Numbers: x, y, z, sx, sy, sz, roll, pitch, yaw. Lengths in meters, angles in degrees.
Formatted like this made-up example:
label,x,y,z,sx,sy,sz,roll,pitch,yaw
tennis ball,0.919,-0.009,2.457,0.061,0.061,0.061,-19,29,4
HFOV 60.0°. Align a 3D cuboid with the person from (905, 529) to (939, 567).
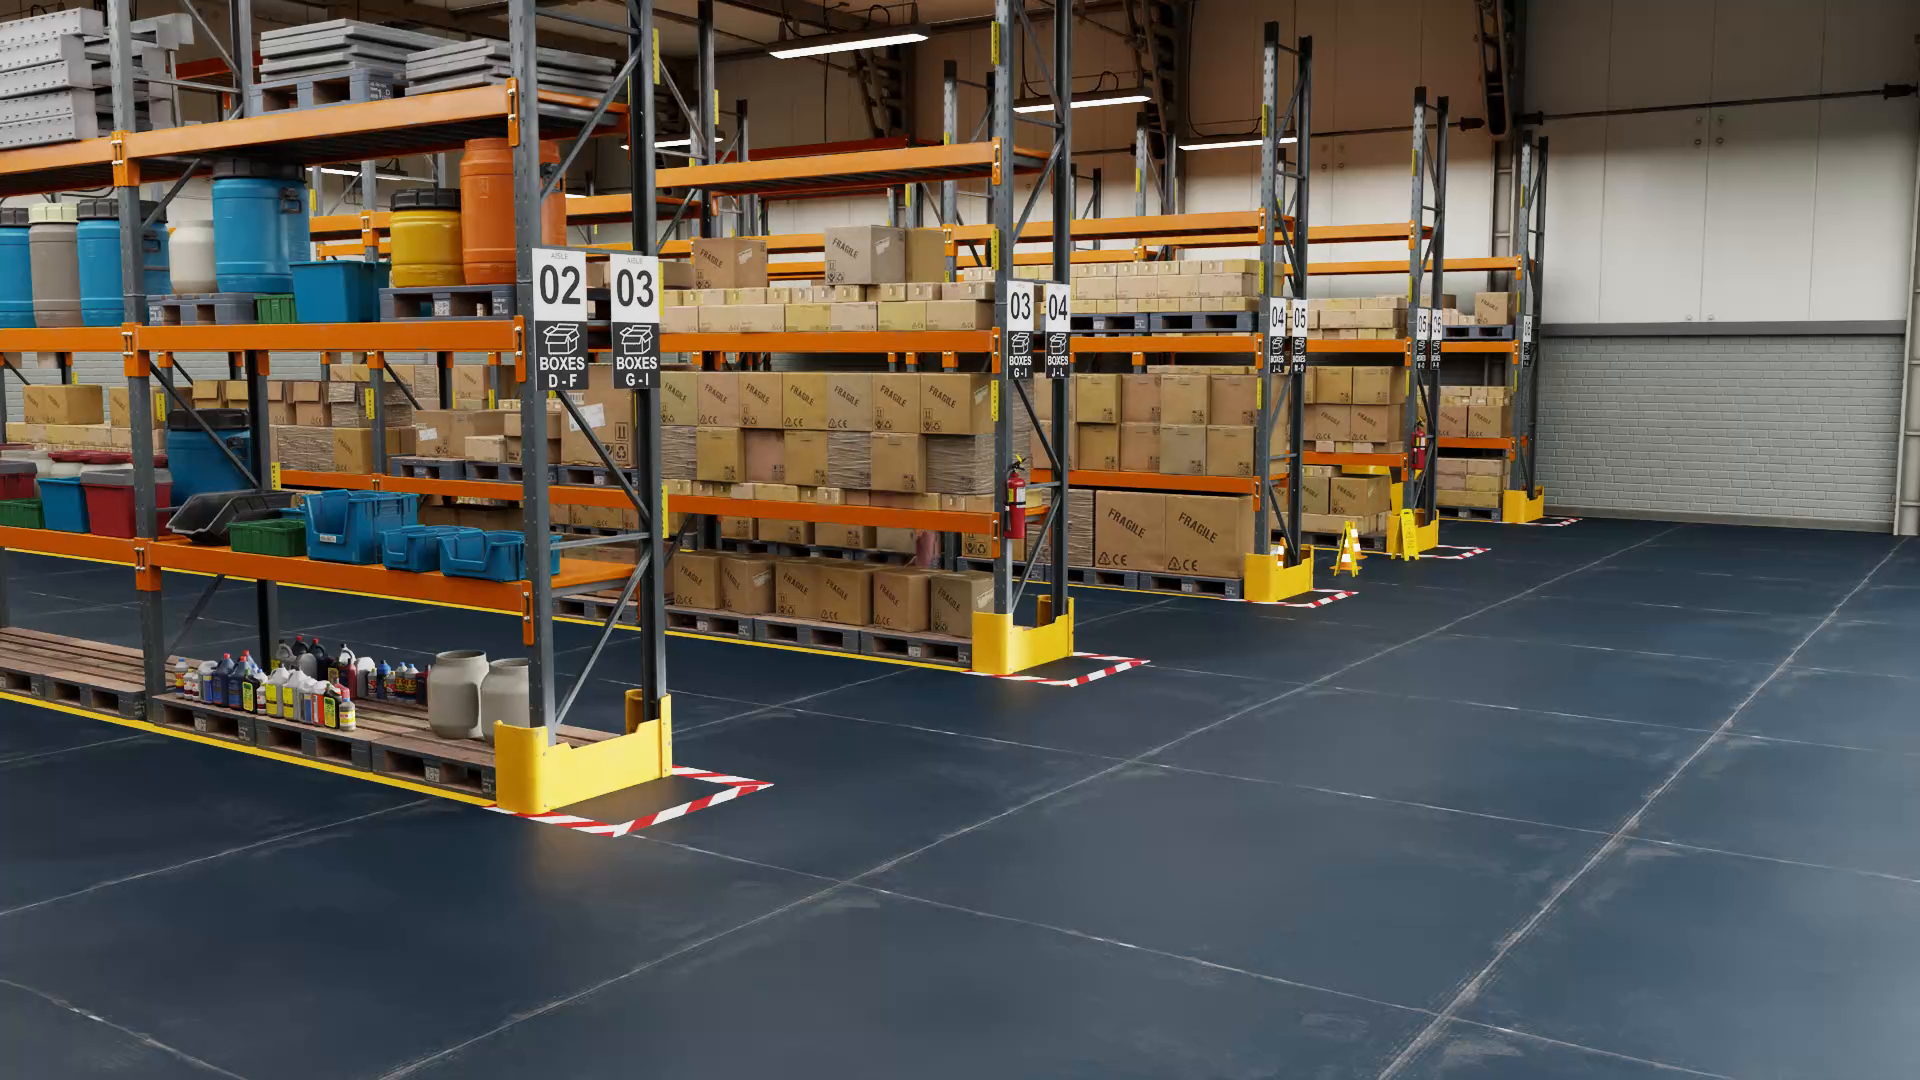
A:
label,x,y,z,sx,sy,sz,roll,pitch,yaw
person,-0.448,-0.188,17.662,0.512,1.666,0.519,0,6,1
